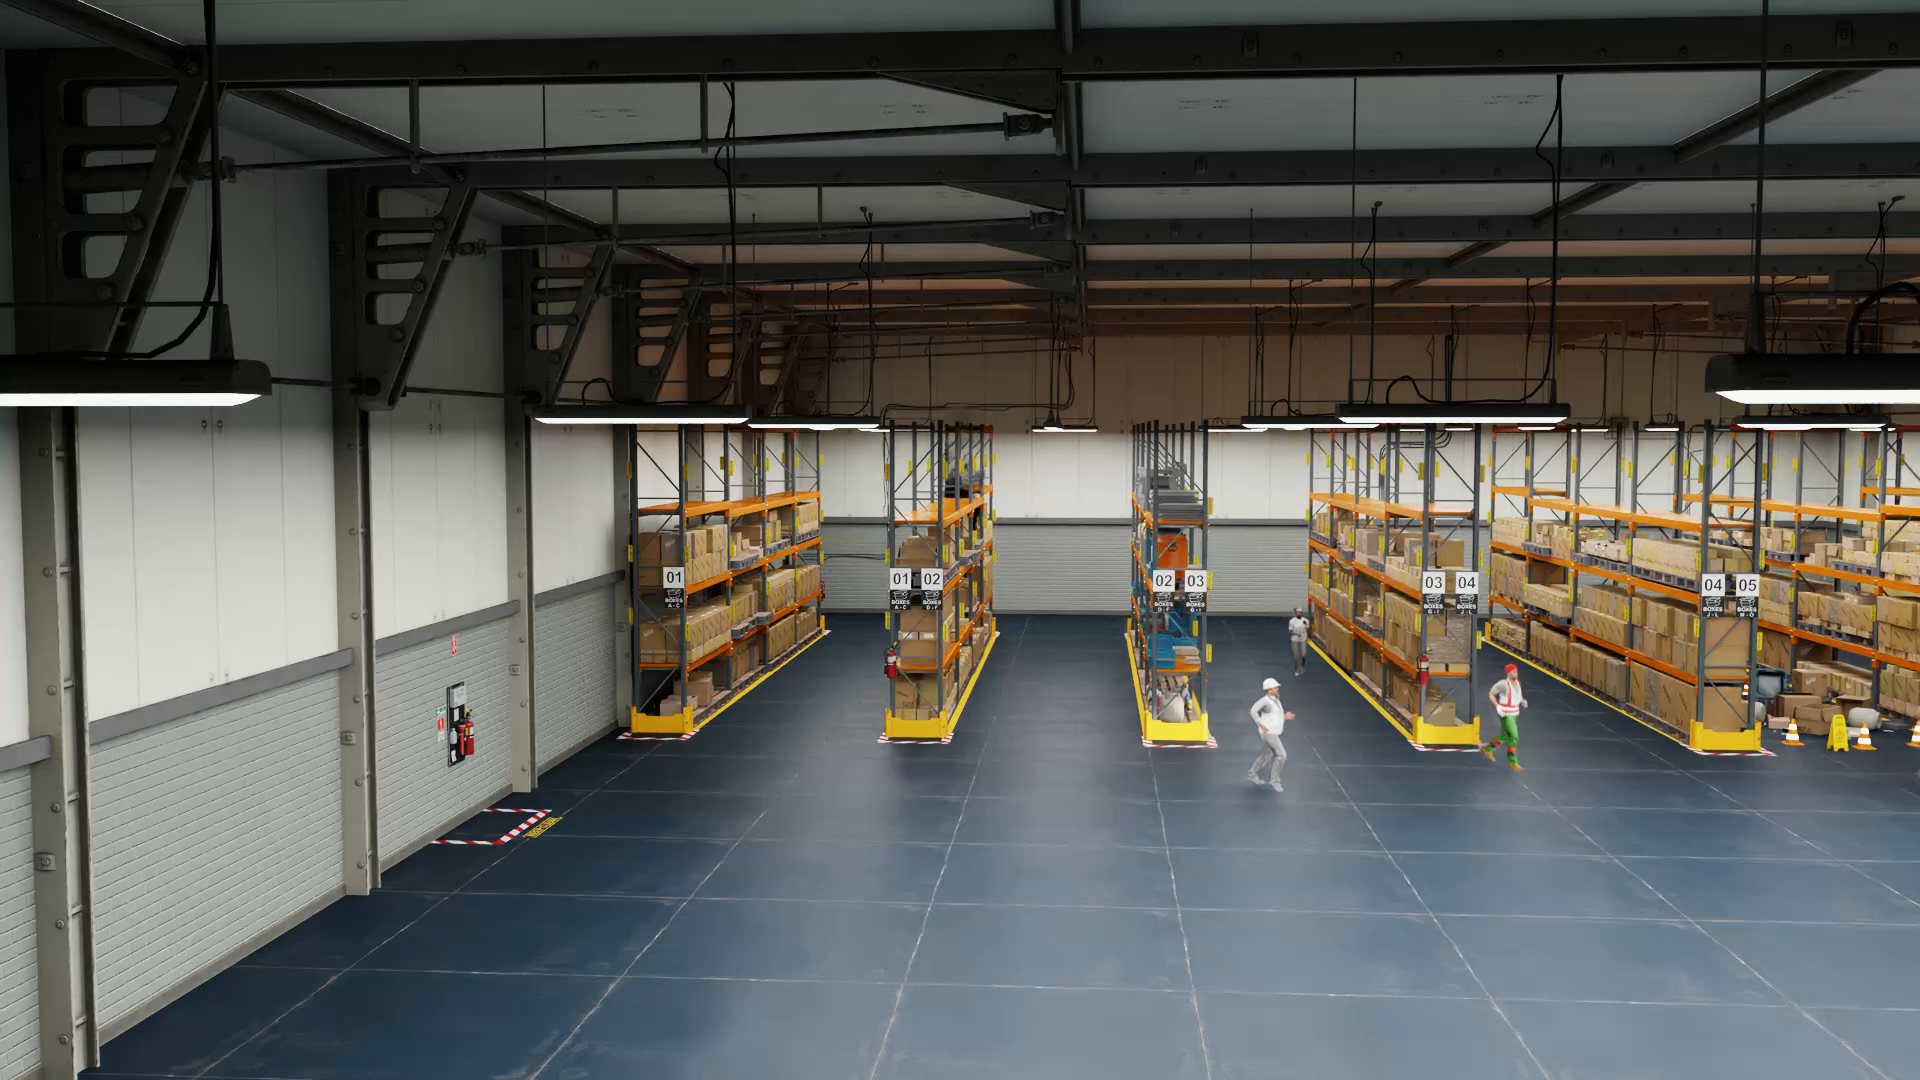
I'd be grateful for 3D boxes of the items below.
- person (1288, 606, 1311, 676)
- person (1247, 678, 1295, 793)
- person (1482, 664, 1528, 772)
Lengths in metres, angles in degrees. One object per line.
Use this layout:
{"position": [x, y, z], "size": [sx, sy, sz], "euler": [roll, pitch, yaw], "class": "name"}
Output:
{"position": [8.047, 2.395, 39.334], "size": [0.556, 1.662, 0.603], "euler": [0, 4, 4], "class": "person"}
{"position": [5.007, 3.148, 26.830], "size": [0.777, 1.833, 0.638], "euler": [2, 4, 26], "class": "person"}
{"position": [9.377, 3.018, 28.598], "size": [0.655, 1.820, 0.848], "euler": [-3, 5, -39], "class": "person"}
